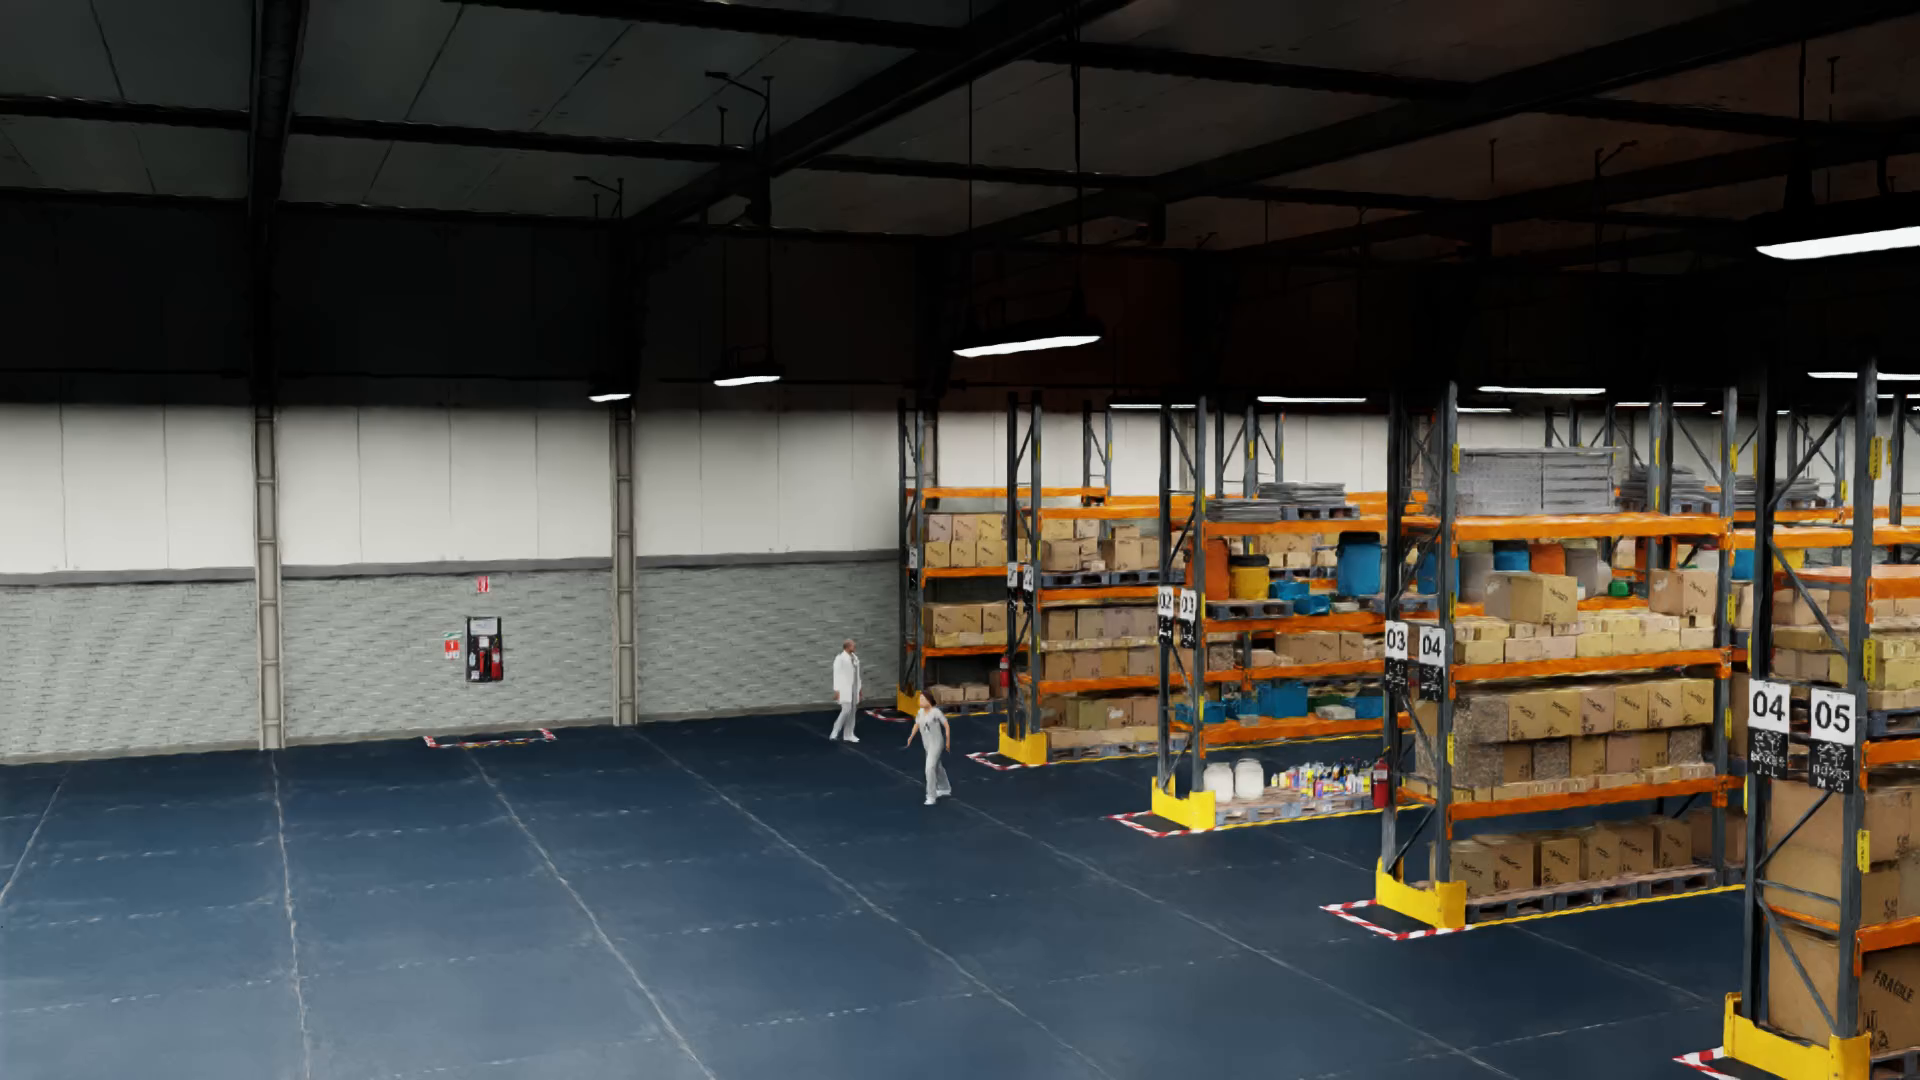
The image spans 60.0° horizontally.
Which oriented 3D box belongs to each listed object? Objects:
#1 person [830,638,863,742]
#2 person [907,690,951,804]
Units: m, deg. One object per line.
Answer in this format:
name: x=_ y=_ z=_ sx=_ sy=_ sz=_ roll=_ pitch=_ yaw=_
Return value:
person: x=-1.949 y=2.647 z=28.735 sx=0.515 sy=1.663 sz=0.628 roll=3 pitch=4 yaw=37
person: x=-0.363 y=2.956 z=23.959 sx=0.817 sy=1.582 sz=0.596 roll=-3 pitch=4 yaw=-40
